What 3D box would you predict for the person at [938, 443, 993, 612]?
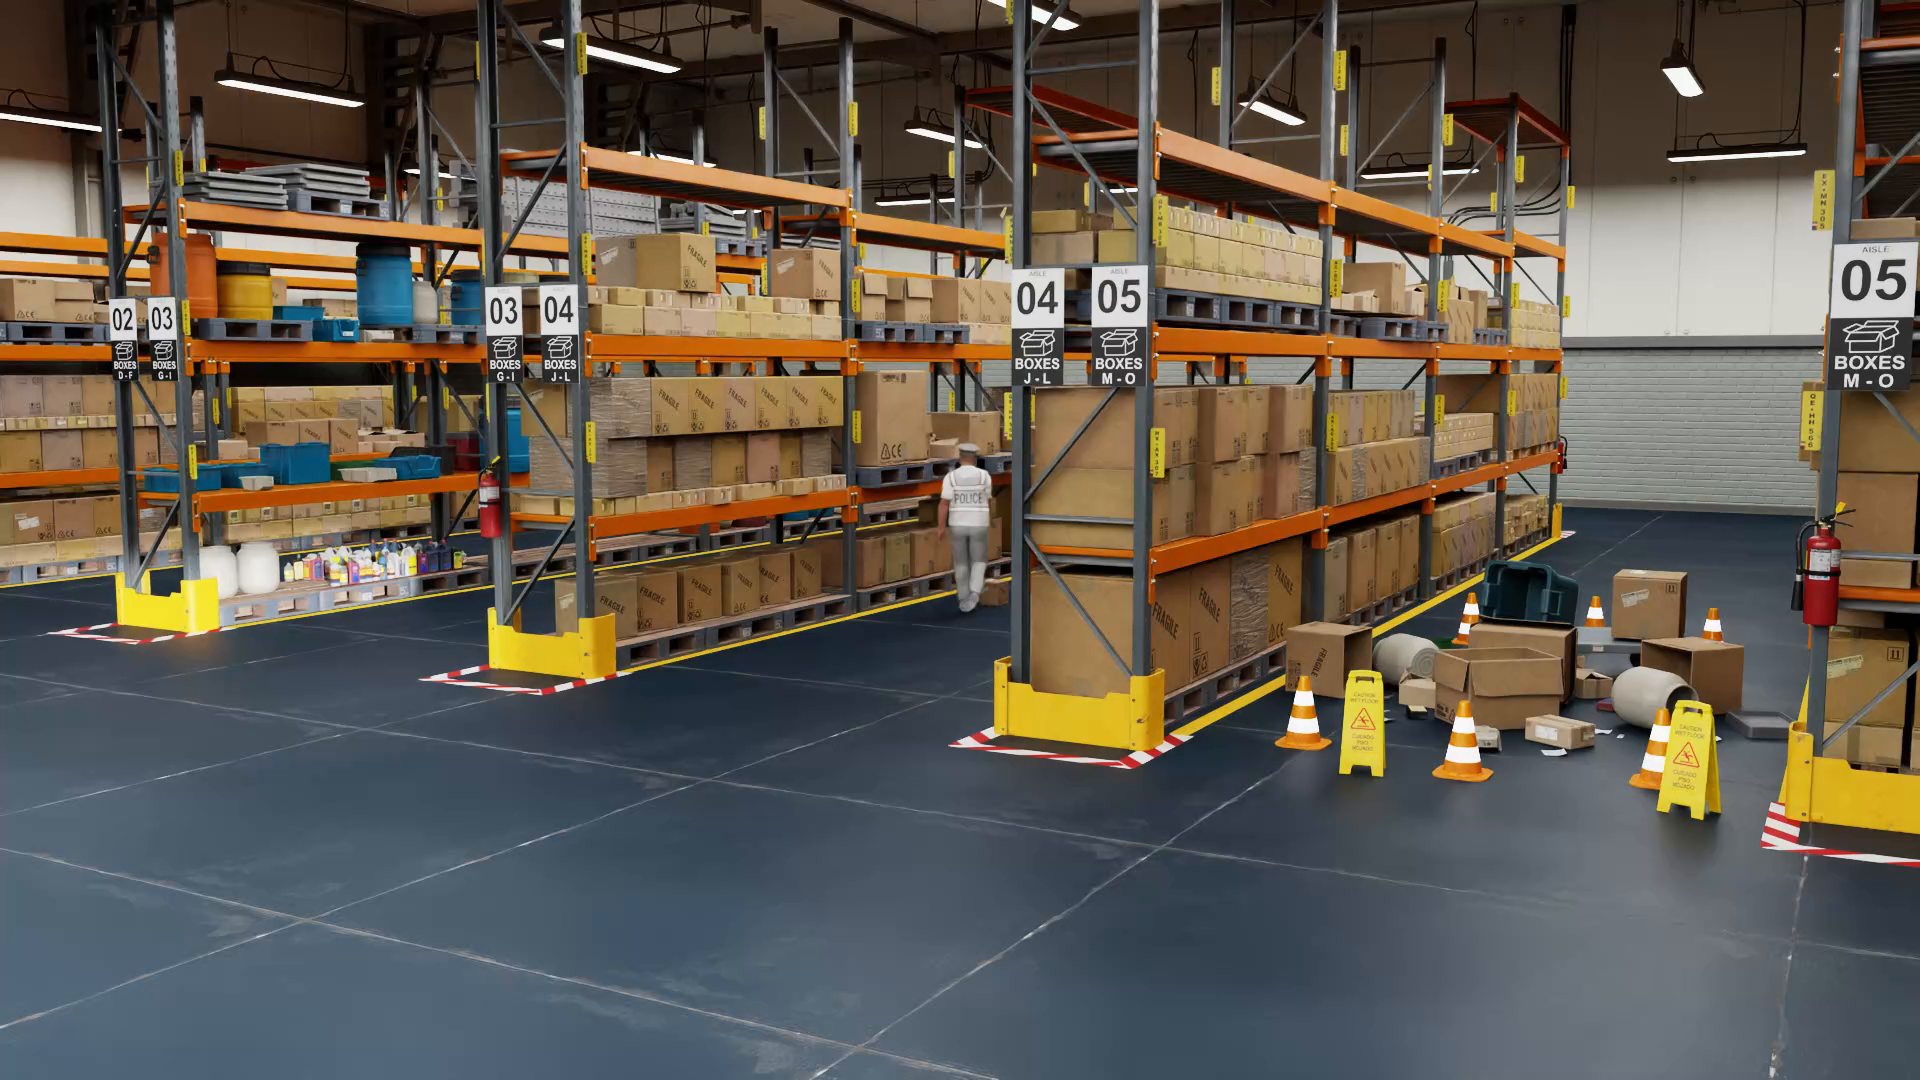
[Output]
[{"bbox_3d":[0.054,-0.119,17.165,0.562,1.754,0.657,0,6,2],"label":"person"}]
